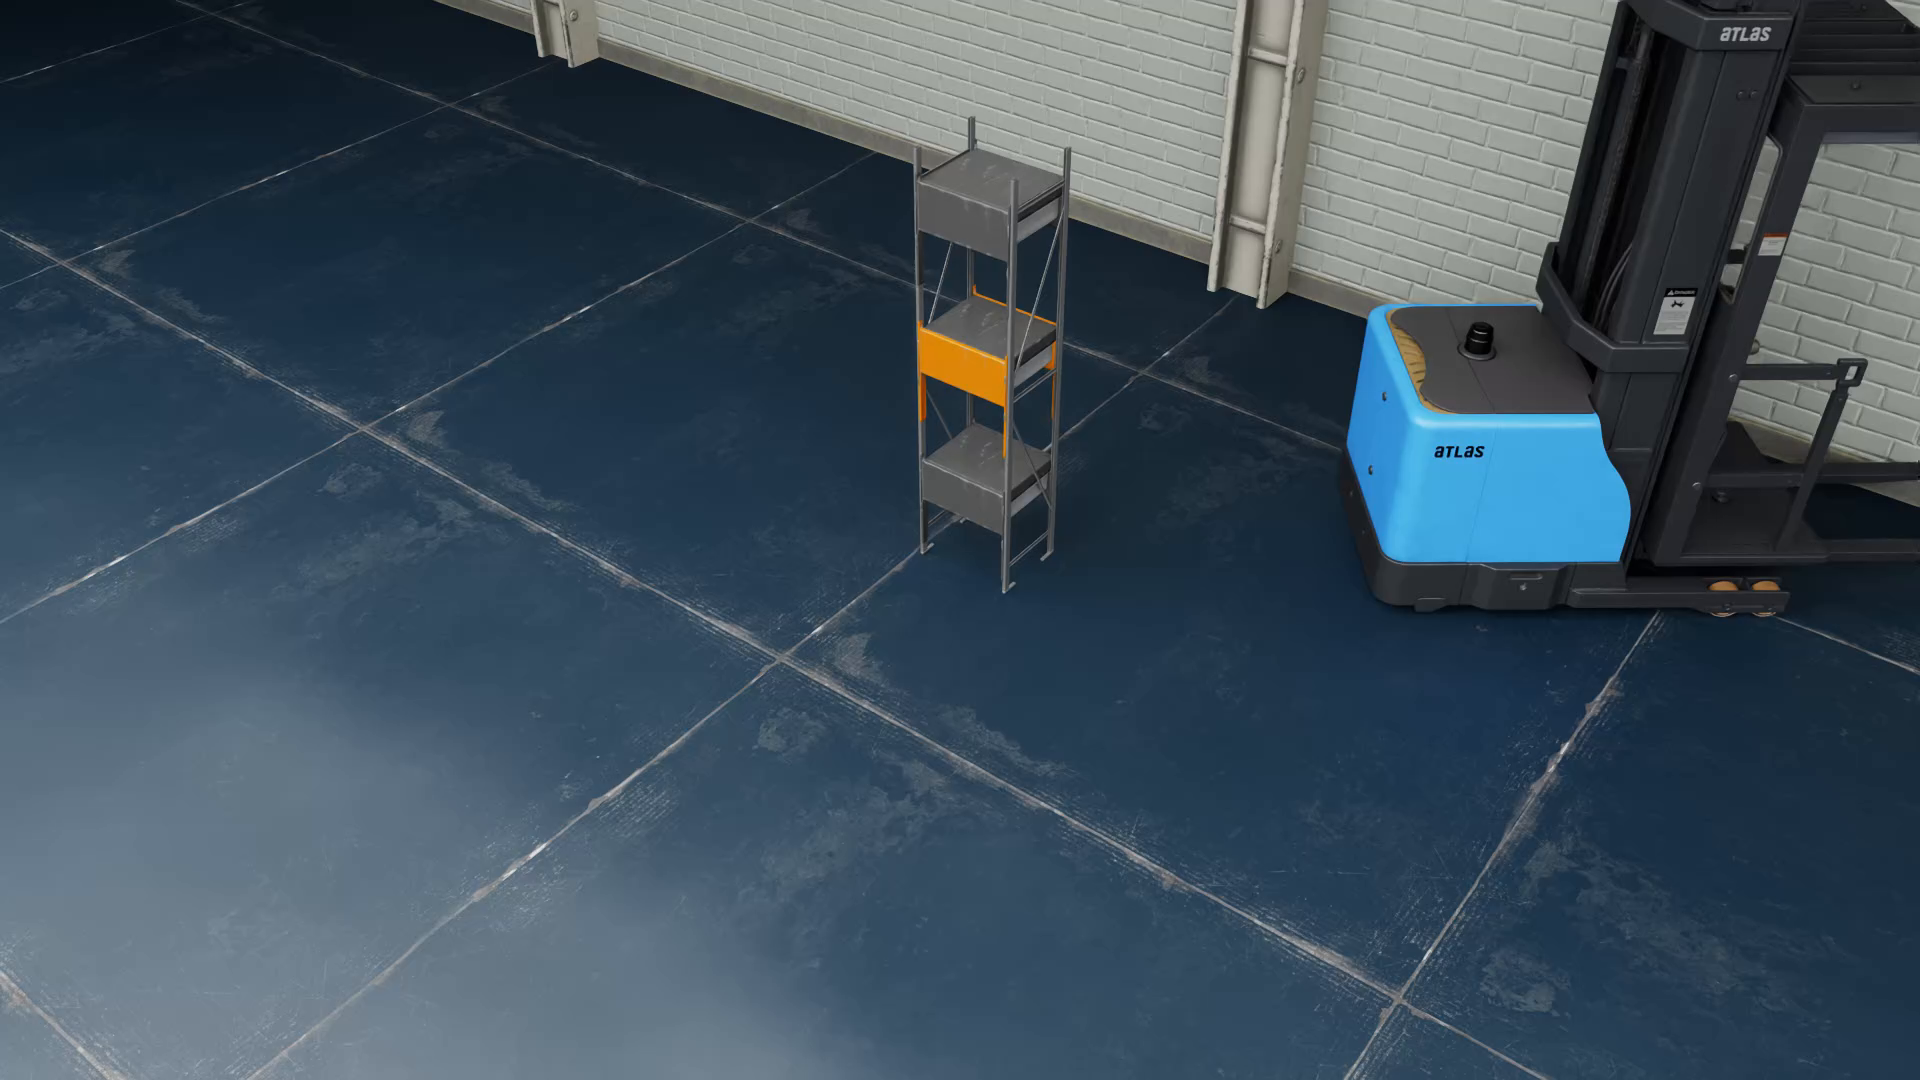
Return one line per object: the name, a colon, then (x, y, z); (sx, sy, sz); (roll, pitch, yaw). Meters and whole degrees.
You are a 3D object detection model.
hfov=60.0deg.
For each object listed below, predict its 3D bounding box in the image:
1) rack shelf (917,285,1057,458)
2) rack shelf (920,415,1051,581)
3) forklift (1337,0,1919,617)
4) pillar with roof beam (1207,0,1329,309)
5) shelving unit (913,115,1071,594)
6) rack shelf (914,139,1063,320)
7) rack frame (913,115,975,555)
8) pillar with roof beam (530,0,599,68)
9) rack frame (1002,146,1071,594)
rack shelf: (0.131, -0.754, 7.393); (0.480, 0.518, 0.431); (25, 45, 29)
rack shelf: (0.131, -0.203, 7.824); (0.480, 0.518, 0.431); (25, 45, 29)
forklift: (3.414, -1.129, 7.176); (3.031, 2.935, 1.130); (0, 38, 0)
pillar with roof beam: (-0.877, -2.951, 4.580); (0.400, 9.000, 9.100); (25, 45, 29)
shelving unit: (0.131, -0.765, 7.384); (0.503, 2.100, 0.431); (25, 45, 29)
rack shelf: (0.131, -1.305, 6.961); (0.480, 0.518, 0.431); (25, 45, 29)
rack frame: (-0.062, -0.856, 7.501); (0.015, 2.100, 0.400); (25, 45, 29)
pillar with roof beam: (-5.643, -5.198, 7.450); (0.400, 9.000, 9.100); (25, 45, 29)
rack frame: (0.325, -0.673, 7.268); (0.015, 2.100, 0.400); (25, 45, 29)
